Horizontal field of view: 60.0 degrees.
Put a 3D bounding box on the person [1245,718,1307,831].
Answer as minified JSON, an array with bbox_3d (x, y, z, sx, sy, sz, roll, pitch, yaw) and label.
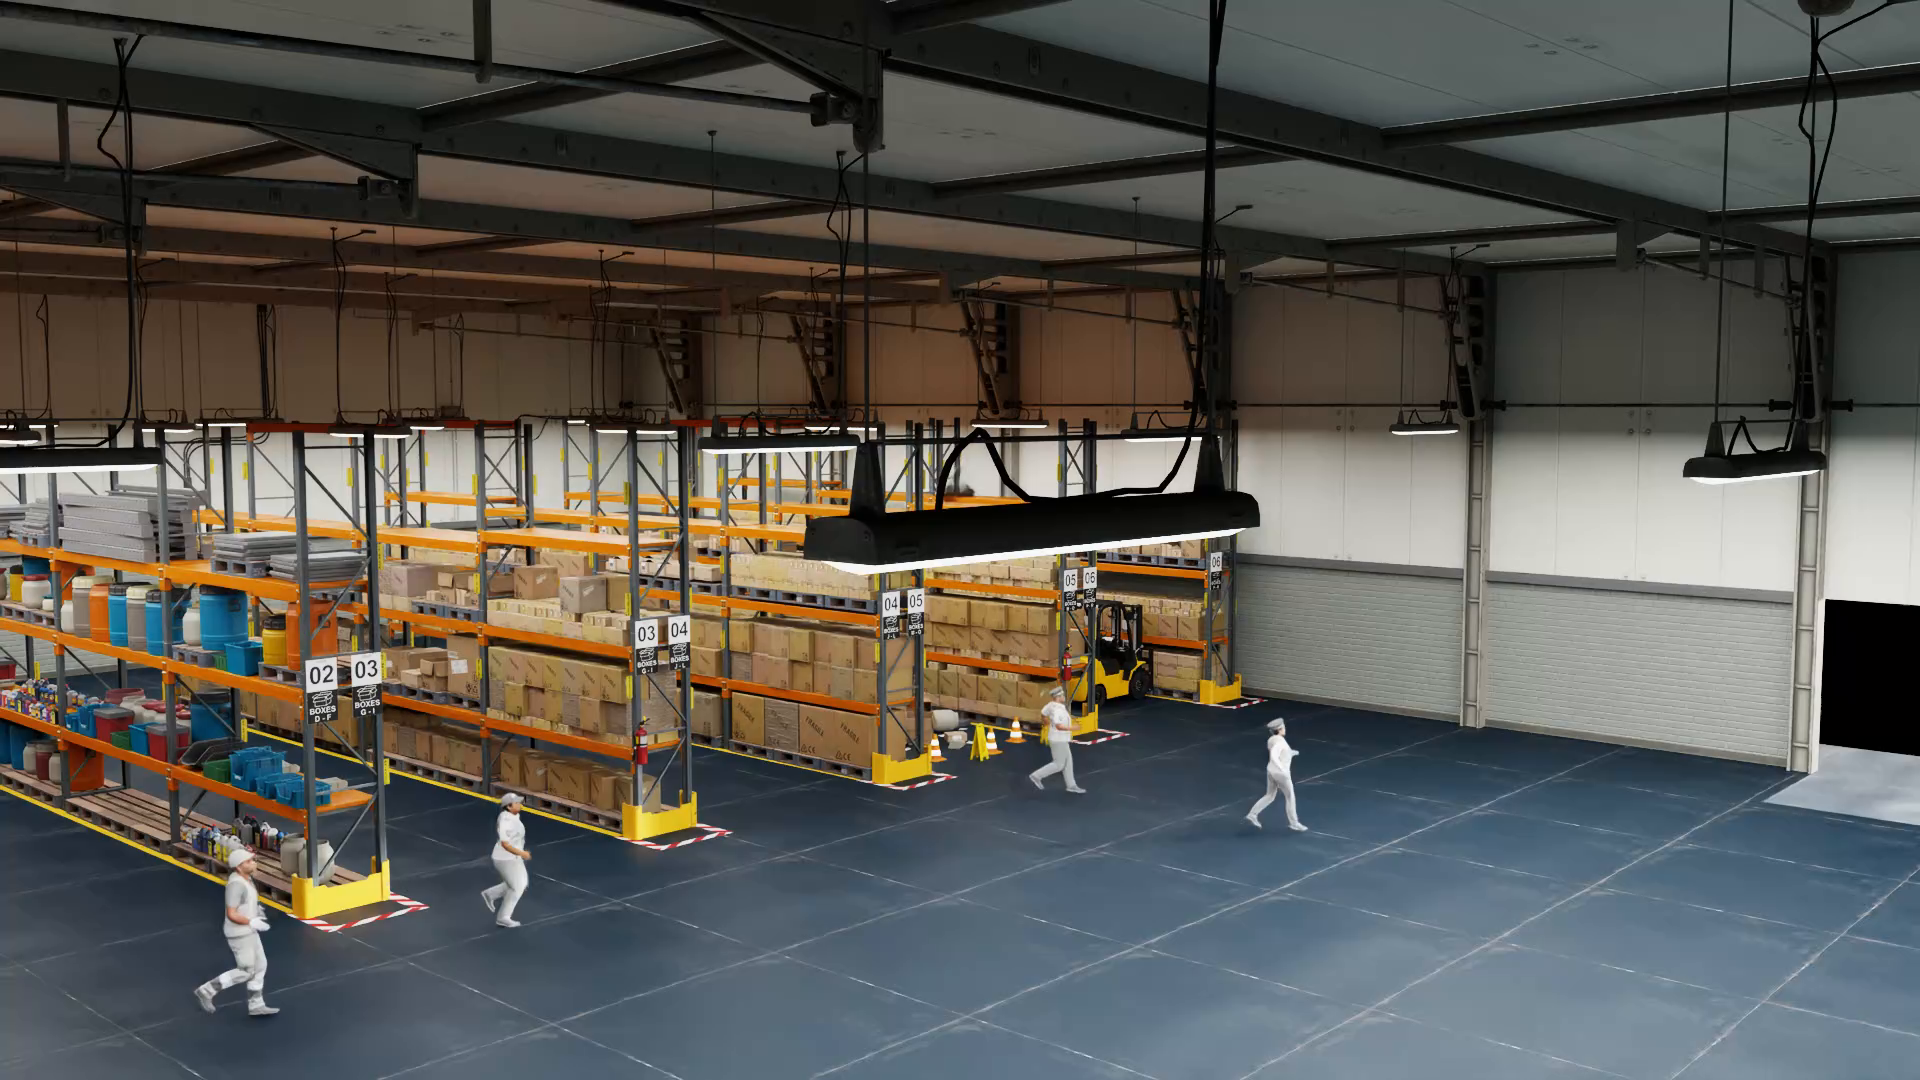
[{"bbox_3d":[4.695,3.461,24.515,0.916,1.684,0.607,-1,5,-15],"label":"person"}]

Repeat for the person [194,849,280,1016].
[{"bbox_3d":[-7.470,4.059,17.152,0.791,1.772,0.661,-2,5,-18],"label":"person"}]

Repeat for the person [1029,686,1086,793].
[{"bbox_3d":[1.582,3.242,26.917,0.954,1.779,0.664,0,5,-6],"label":"person"}]

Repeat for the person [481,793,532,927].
[{"bbox_3d":[-5.506,3.882,20.212,0.606,1.641,0.595,-1,5,-12],"label":"person"}]
